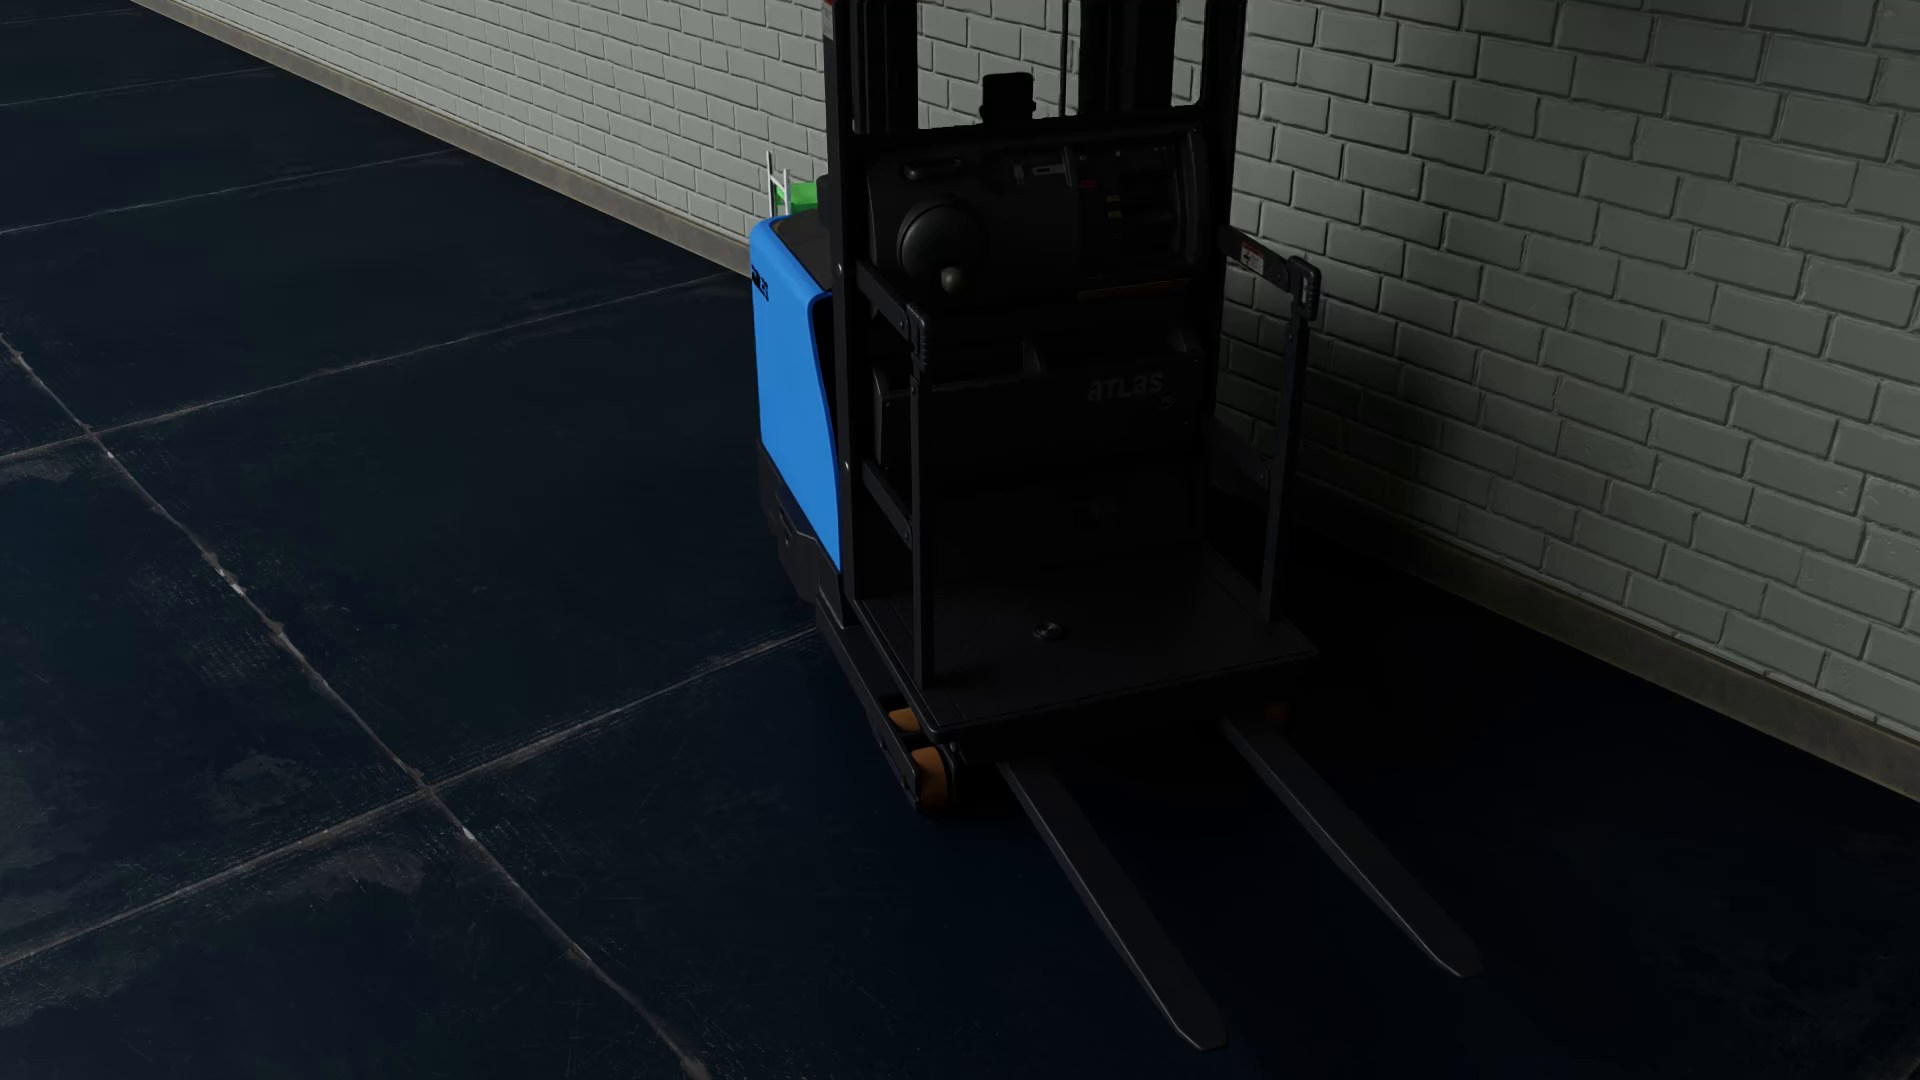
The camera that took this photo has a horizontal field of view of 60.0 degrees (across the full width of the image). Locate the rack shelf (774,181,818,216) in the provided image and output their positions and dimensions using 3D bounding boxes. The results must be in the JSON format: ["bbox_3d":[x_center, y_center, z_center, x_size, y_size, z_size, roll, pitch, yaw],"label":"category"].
[{"bbox_3d":[-0.370,-1.128,5.632,0.480,0.148,0.258,-10,30,-18],"label":"rack shelf"}]

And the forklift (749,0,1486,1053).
[{"bbox_3d":[0.285,-0.805,4.073,1.130,2.935,3.031,-10,30,-17],"label":"forklift"}]

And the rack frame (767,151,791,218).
[{"bbox_3d":[-0.599,-0.721,5.754,0.015,1.200,0.240,-10,30,-18],"label":"rack frame"}]

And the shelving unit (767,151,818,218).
[{"bbox_3d":[-0.370,-0.761,5.828,0.503,1.200,0.258,-10,30,-18],"label":"shelving unit"}]
